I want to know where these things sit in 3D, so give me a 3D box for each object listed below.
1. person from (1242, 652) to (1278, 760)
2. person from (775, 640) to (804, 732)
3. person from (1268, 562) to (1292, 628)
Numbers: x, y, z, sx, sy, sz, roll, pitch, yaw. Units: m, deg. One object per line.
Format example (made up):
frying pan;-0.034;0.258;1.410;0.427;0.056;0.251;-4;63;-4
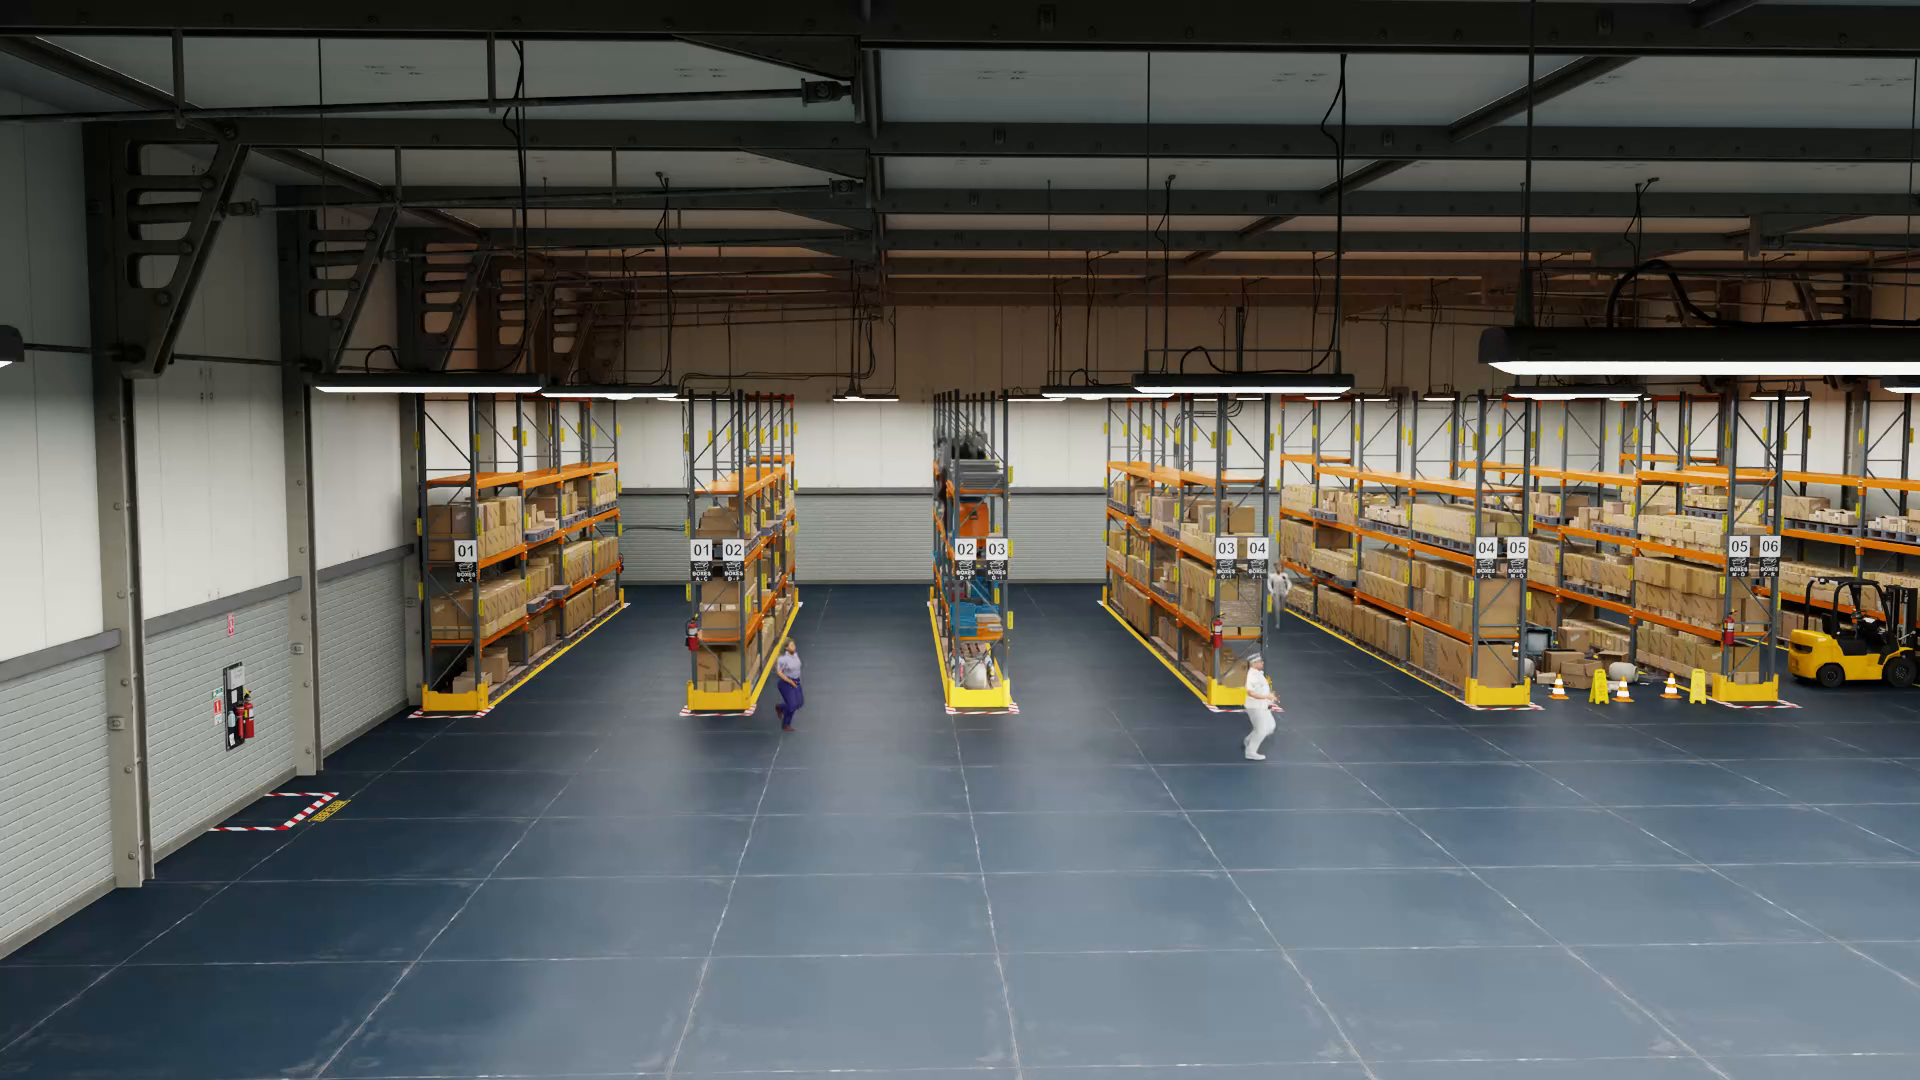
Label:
person;4.837;2.665;26.774;0.606;1.736;0.653;2;5;20
person;-3.029;2.548;29.256;0.619;1.617;0.621;3;5;31
person;8.225;1.407;42.855;0.622;1.687;0.609;0;5;5
